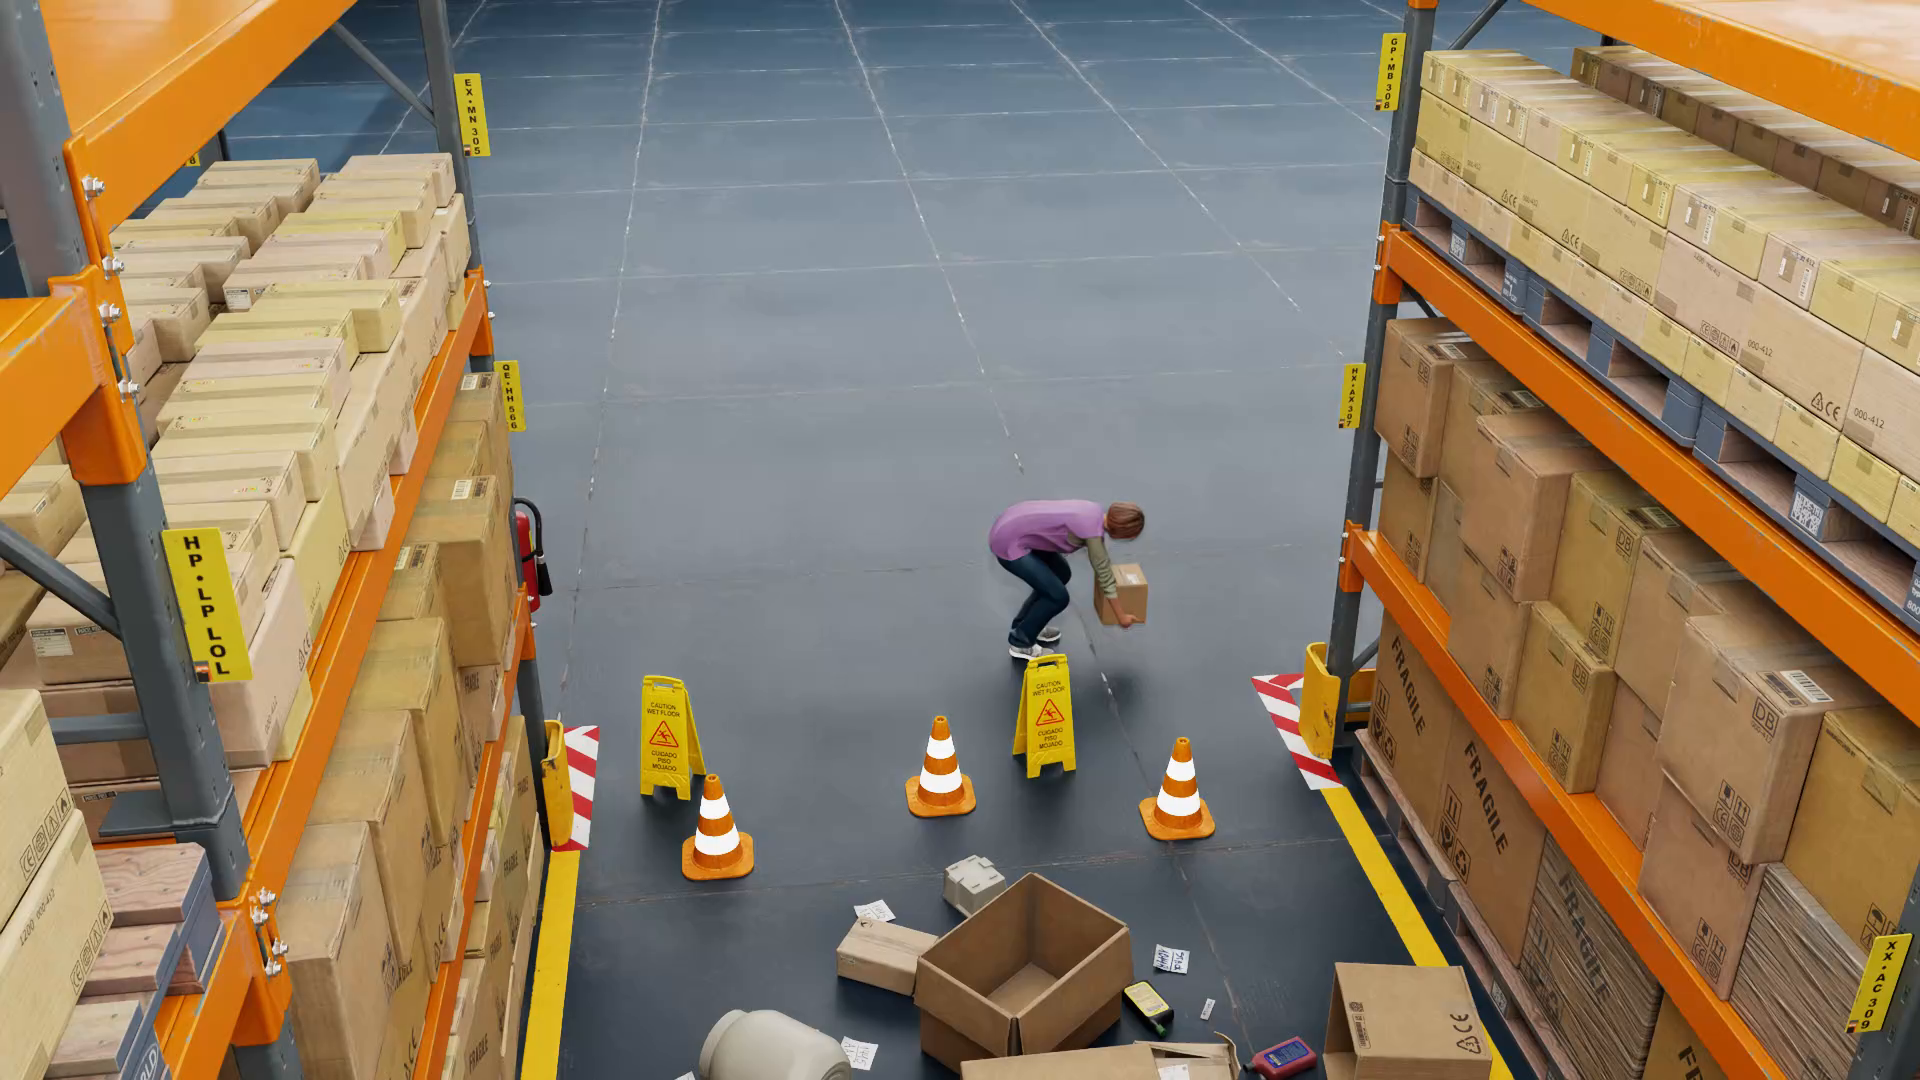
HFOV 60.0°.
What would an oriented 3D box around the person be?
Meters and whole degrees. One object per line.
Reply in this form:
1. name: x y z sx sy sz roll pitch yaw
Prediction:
1. person: 0.590 0.217 9.390 0.863 0.939 0.423 3 28 5
